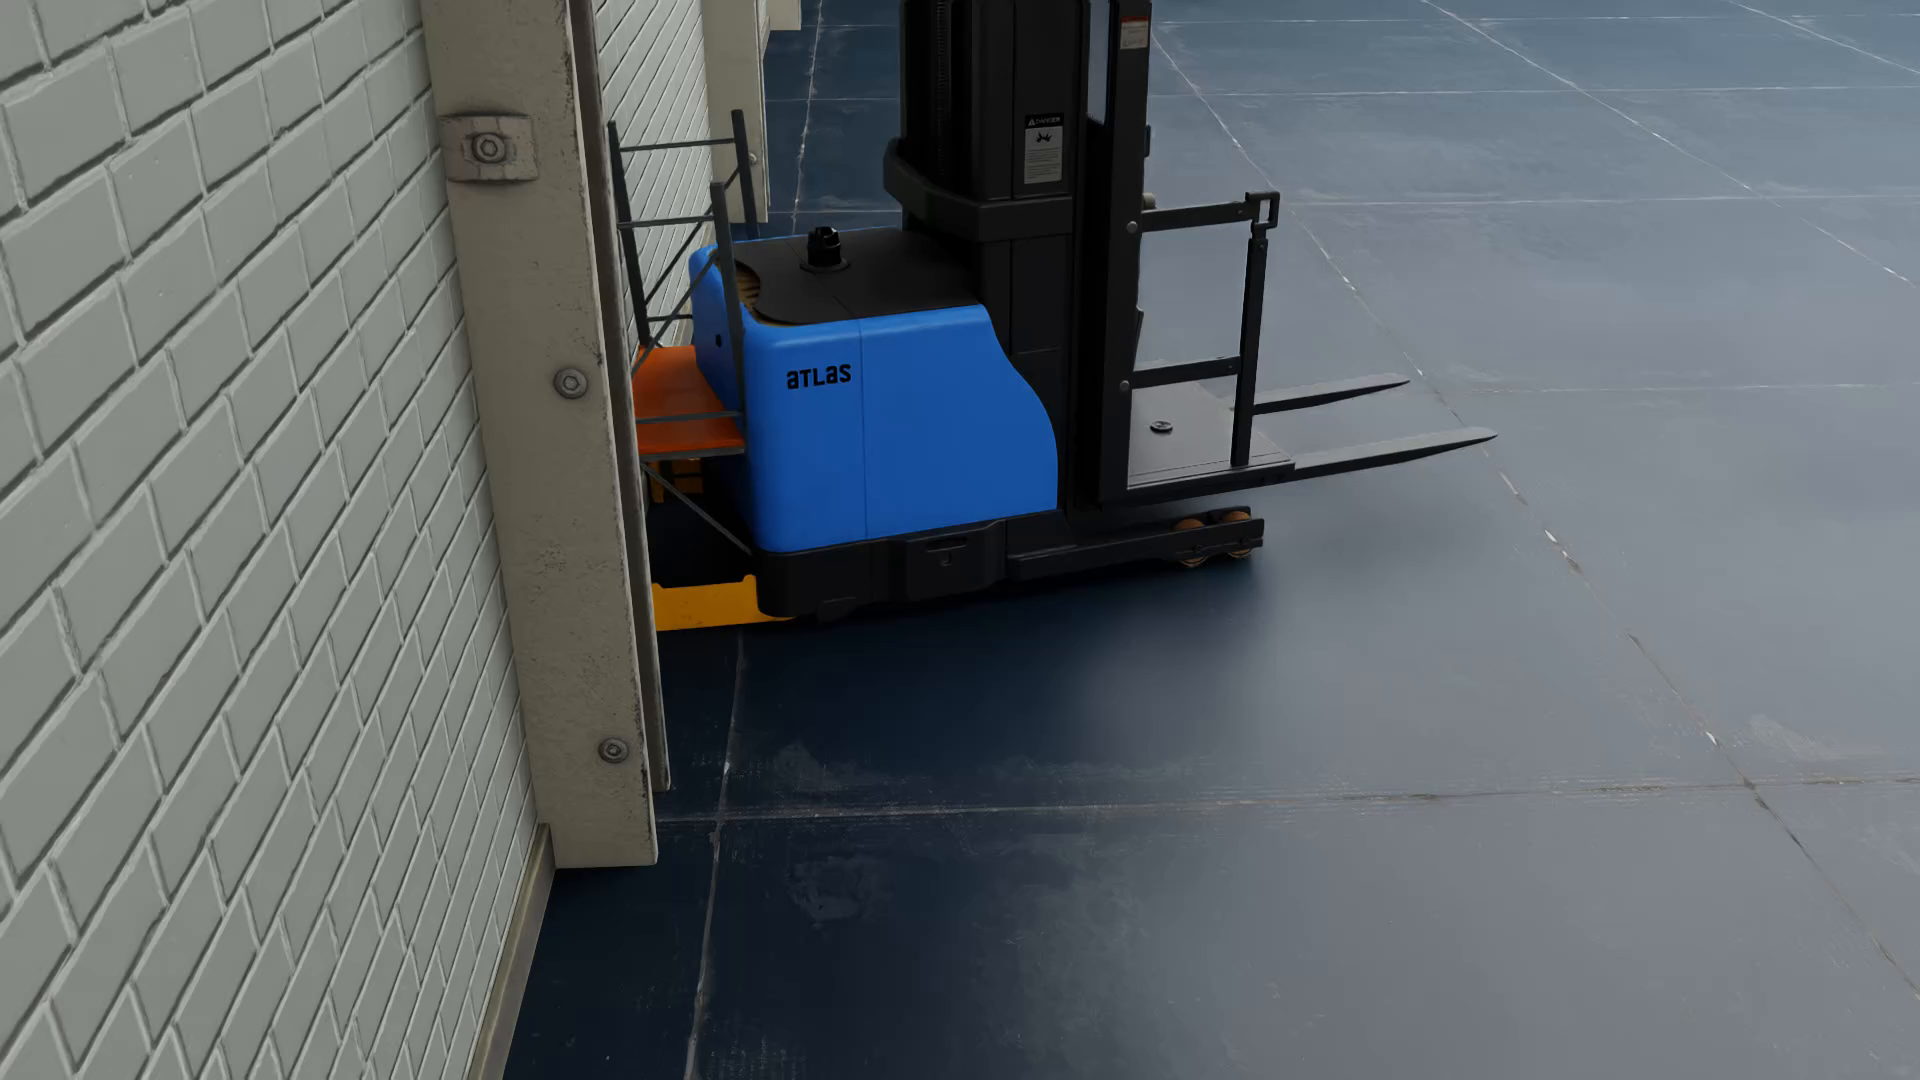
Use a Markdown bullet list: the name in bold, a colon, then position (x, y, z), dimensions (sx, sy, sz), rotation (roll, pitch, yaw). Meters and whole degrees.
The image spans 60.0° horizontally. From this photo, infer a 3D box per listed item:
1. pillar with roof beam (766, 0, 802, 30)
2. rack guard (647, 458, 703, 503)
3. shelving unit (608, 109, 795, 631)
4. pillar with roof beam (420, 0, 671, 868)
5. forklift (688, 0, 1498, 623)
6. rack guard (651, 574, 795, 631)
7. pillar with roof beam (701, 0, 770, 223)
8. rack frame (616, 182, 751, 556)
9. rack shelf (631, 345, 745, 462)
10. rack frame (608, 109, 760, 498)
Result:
- **pillar with roof beam**: position (2.677, -8.835, 13.459), dimensions (9.100, 9.000, 0.400), rotation (-1, 28, -3)
- **rack guard**: position (-0.923, -0.279, 6.527), dimensions (0.587, 0.250, 0.087), rotation (-5, 27, -1)
- **shelving unit**: position (-0.939, -0.612, 5.801), dimensions (0.587, 1.500, 1.083), rotation (-5, 27, -1)
- **pillar with roof beam**: position (3.303, -3.294, 2.834), dimensions (9.100, 9.000, 0.400), rotation (-1, 28, -3)
- **forklift**: position (0.590, -1.425, 5.813), dimensions (3.031, 2.935, 1.130), rotation (-9, 29, -18)
- **rack guard**: position (-0.865, 0.166, 5.638), dimensions (0.587, 0.250, 0.087), rotation (-5, 27, -1)
- **pillar with roof beam**: position (2.990, -6.065, 8.147), dimensions (9.100, 9.000, 0.400), rotation (-1, 28, -3)
- **rack frame**: position (-0.910, -0.389, 5.355), dimensions (0.500, 1.500, 0.032), rotation (-5, 27, -1)
- **rack shelf**: position (-0.926, -0.457, 5.890), dimensions (0.538, 0.185, 1.000), rotation (-5, 27, -1)
- **rack frame**: position (-0.969, -0.844, 6.262), dimensions (0.500, 1.500, 0.032), rotation (-5, 27, -1)
